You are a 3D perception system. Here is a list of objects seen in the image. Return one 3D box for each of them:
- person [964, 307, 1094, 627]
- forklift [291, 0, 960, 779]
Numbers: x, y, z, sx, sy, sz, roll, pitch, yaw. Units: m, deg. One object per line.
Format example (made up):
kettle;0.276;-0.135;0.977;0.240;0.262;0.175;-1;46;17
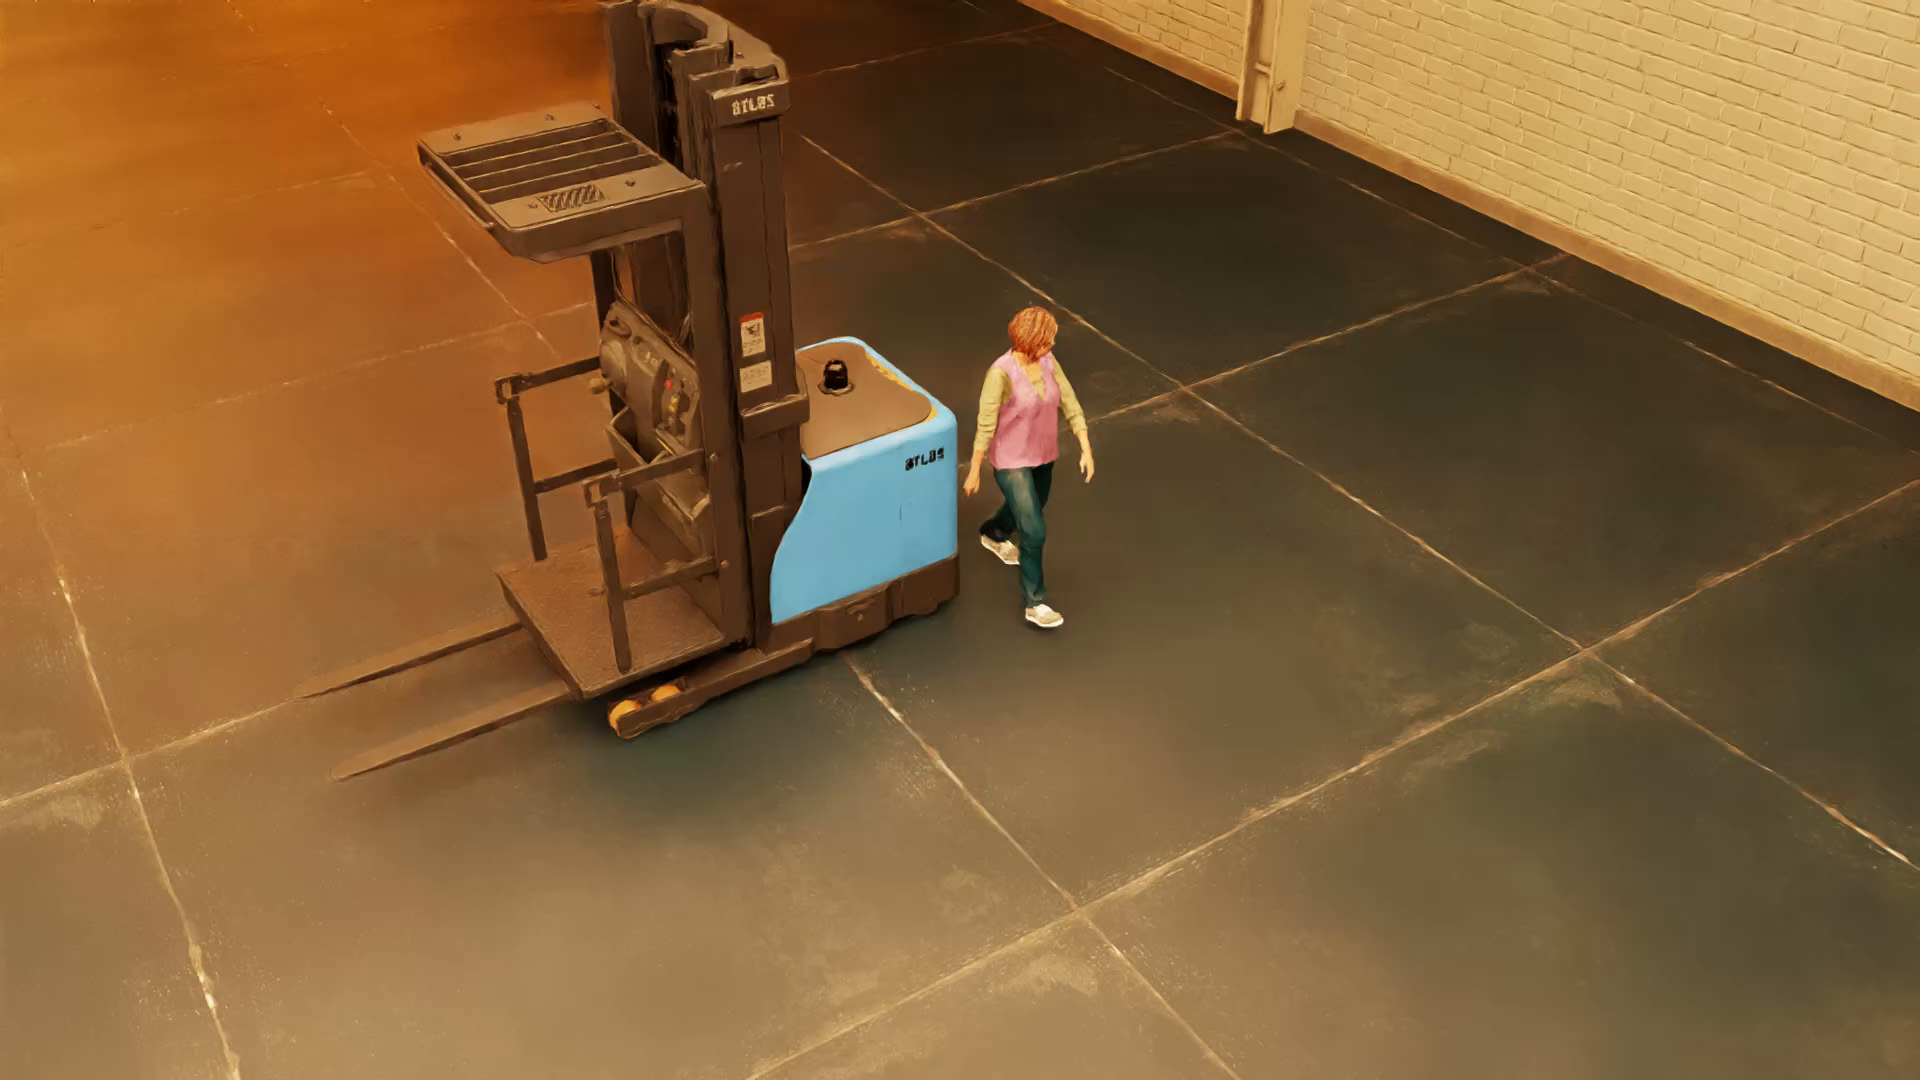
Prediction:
person;0.291;-0.365;7.896;0.814;1.523;0.547;28;44;34
forklift;-1.513;-0.664;7.093;3.031;2.935;1.130;-21;40;-27
